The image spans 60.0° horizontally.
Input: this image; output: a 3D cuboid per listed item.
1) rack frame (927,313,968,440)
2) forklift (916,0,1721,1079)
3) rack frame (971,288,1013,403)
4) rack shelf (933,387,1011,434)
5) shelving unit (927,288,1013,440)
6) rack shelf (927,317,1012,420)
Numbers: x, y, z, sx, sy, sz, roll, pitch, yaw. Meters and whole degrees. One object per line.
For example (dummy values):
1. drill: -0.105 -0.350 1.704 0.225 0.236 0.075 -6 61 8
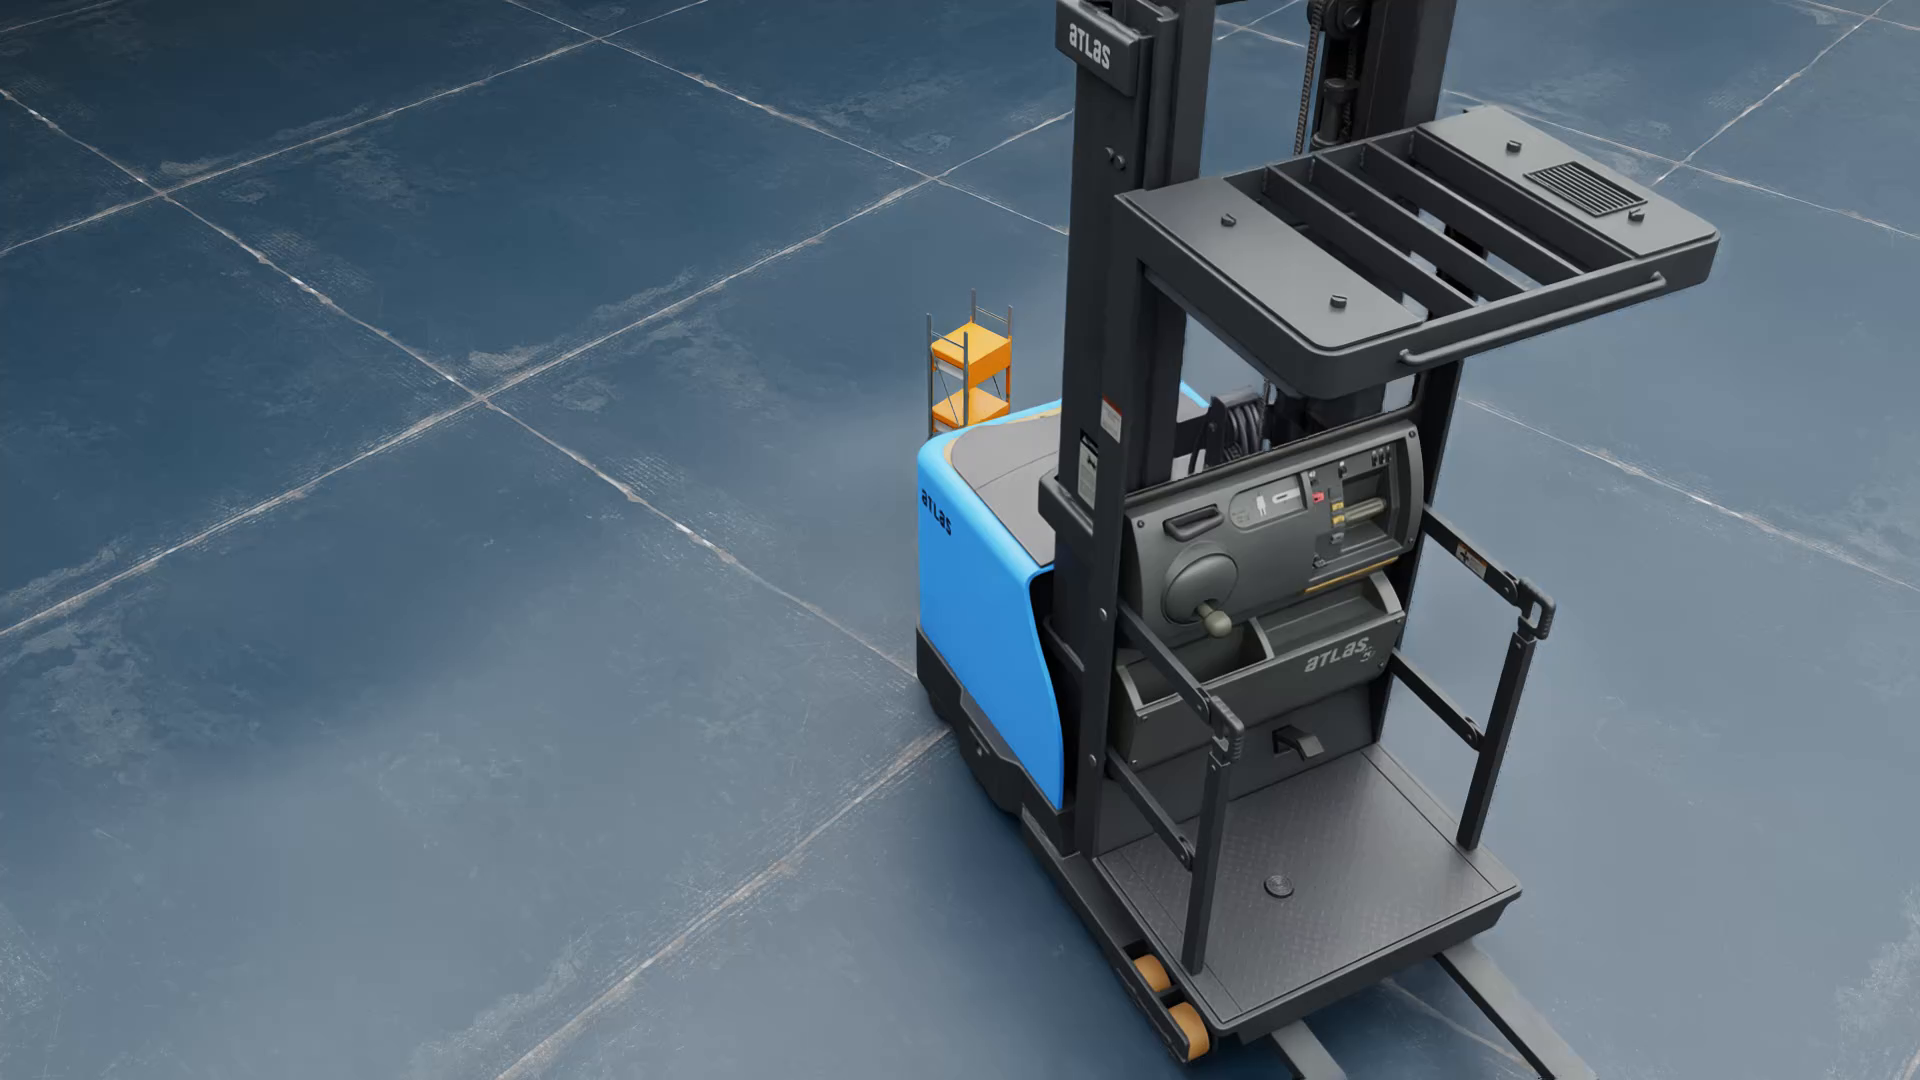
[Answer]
1. rack frame: -0.046 -0.379 6.384 0.200 1.050 0.008 30 47 32
2. forklift: 0.966 0.046 4.337 1.130 2.935 3.031 -18 42 -21
3. rack frame: 0.118 -0.492 6.525 0.200 1.050 0.008 30 47 32
4. rack shelf: 0.036 -0.427 6.461 0.215 0.259 0.240 30 47 32
5. shelving unit: 0.036 -0.436 6.454 0.215 1.050 0.252 30 47 32
6. rack shelf: 0.036 -0.649 6.284 0.215 0.259 0.240 30 47 32
